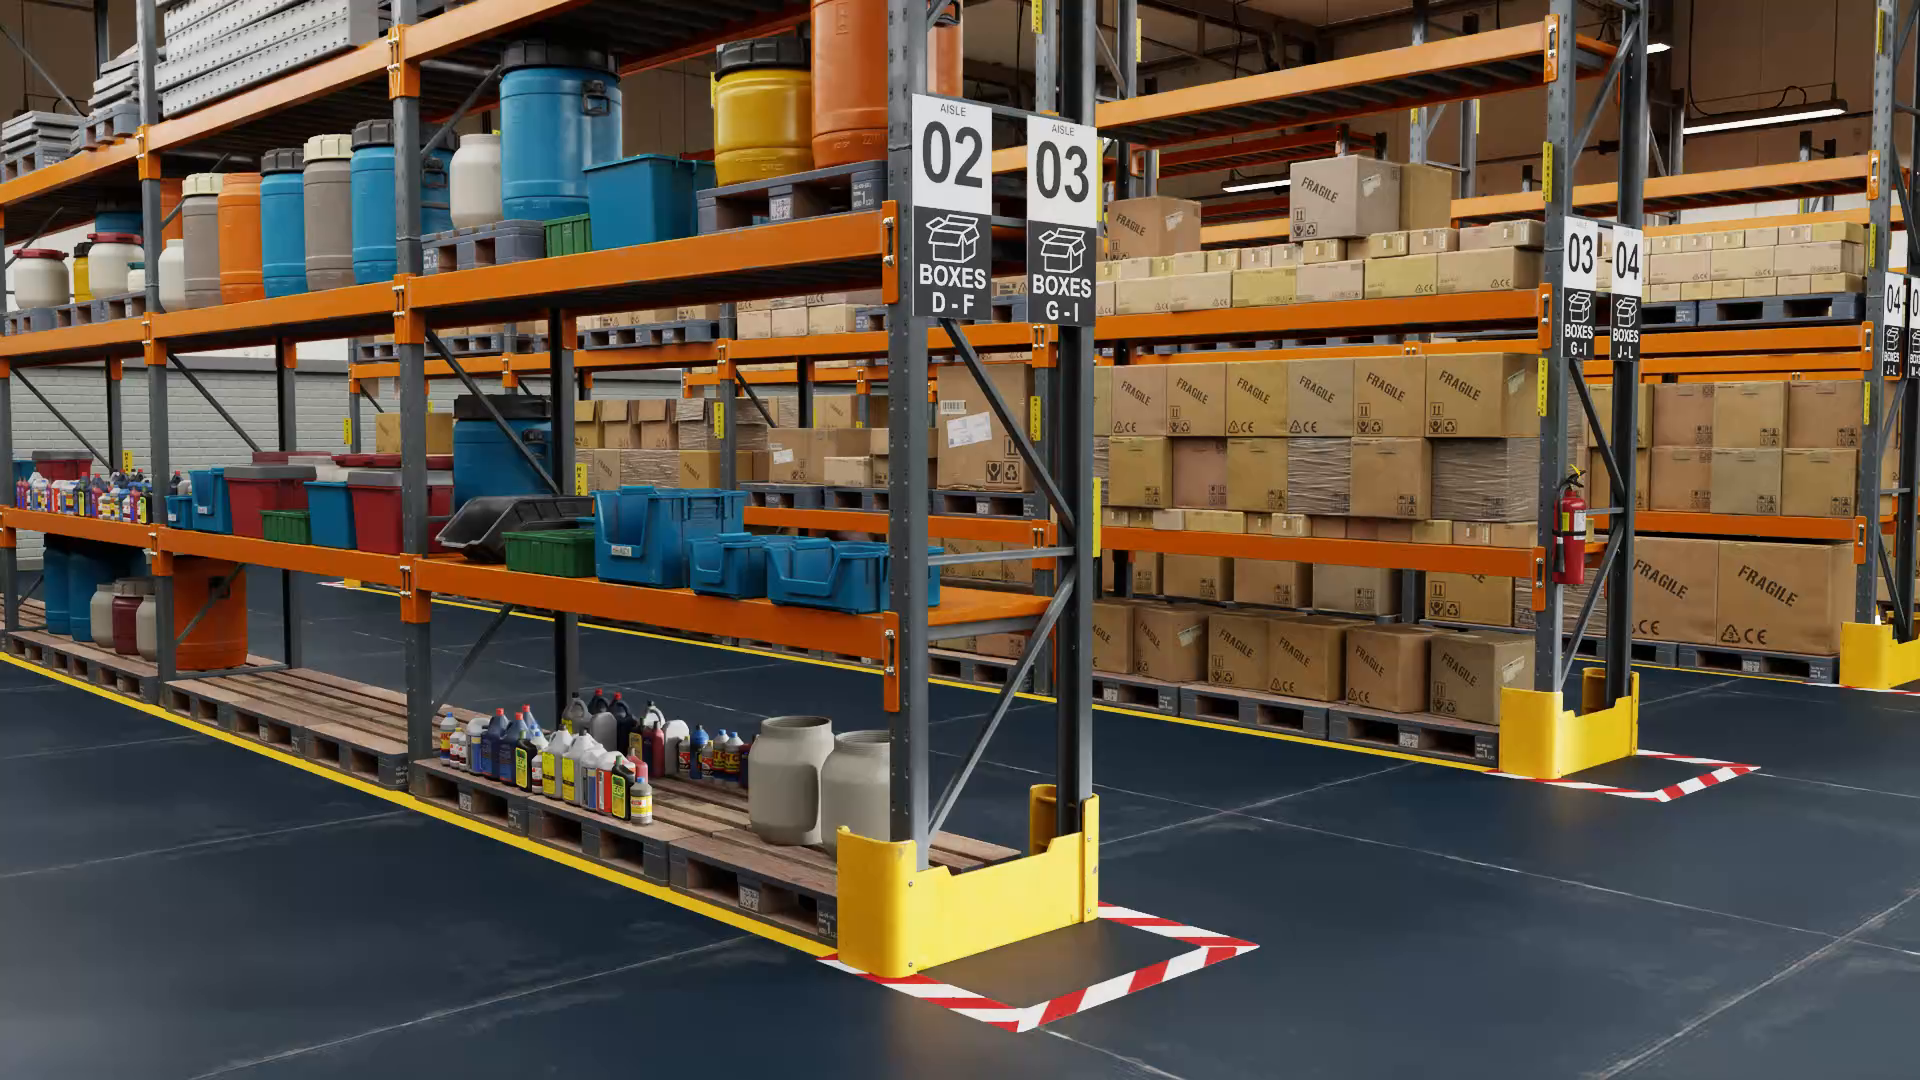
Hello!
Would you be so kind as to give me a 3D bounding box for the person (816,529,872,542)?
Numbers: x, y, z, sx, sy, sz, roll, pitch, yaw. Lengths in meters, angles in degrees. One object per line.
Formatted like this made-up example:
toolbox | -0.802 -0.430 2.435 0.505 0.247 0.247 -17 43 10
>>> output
person | -1.261 0.220 17.535 0.630 1.234 0.804 -4 5 -44
